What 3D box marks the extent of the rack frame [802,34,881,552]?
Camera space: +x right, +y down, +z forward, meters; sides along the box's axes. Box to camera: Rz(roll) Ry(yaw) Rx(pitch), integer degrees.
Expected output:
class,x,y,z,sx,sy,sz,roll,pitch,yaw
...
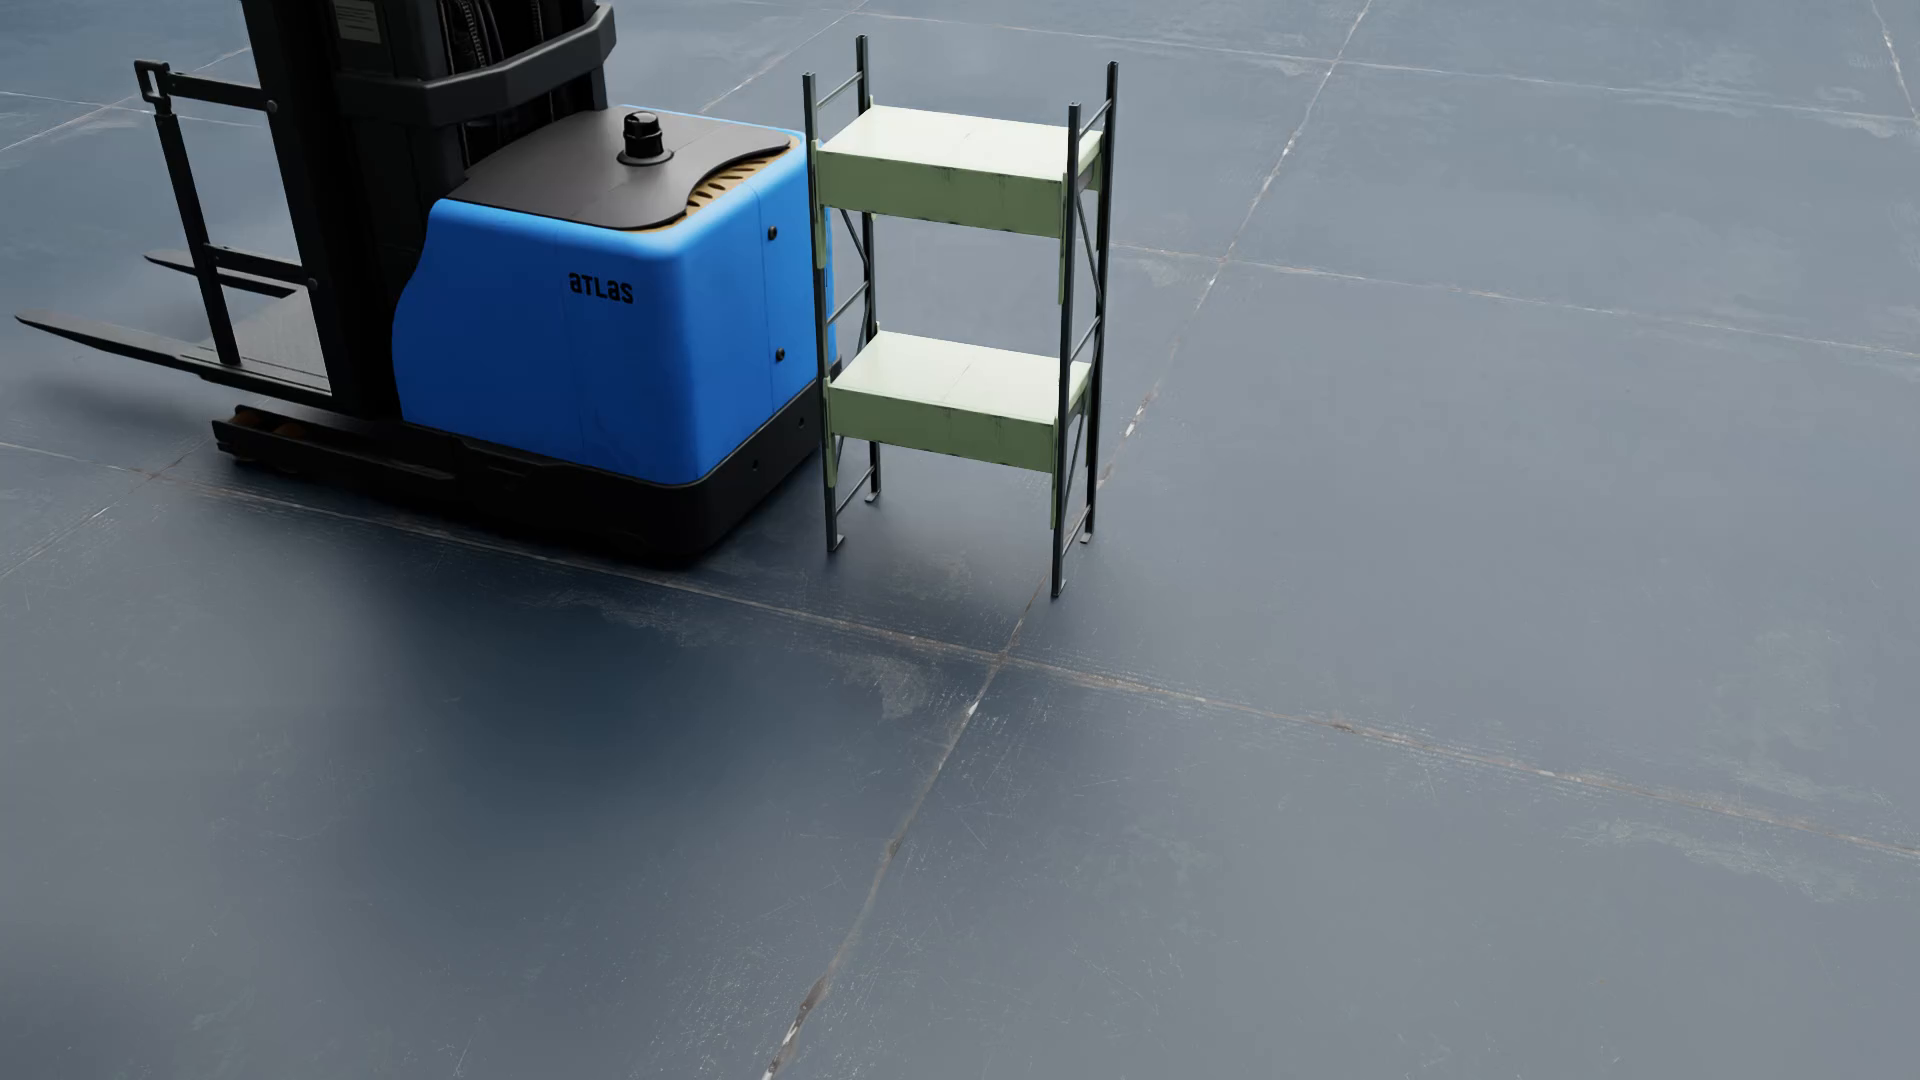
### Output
class,x,y,z,sx,sy,sz,roll,pitch,yaw
rack frame,-0.338,-0.696,4.945,0.023,1.500,0.400,11,34,16

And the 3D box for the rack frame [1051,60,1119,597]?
class,x,y,z,sx,sy,sz,roll,pitch,yaw
rack frame,0.351,-0.562,4.738,0.023,1.500,0.400,11,34,16

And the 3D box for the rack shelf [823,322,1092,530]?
class,x,y,z,sx,sy,sz,roll,pitch,yaw
rack shelf,0.006,-0.355,5.018,0.720,0.370,0.431,11,34,16

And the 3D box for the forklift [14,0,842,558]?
class,x,y,z,sx,sy,sz,roll,pitch,yaw
forklift,-1.965,-1.701,5.182,3.031,2.935,1.130,14,35,20

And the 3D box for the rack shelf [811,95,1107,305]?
class,x,y,z,sx,sy,sz,roll,pitch,yaw
rack shelf,0.006,-0.957,4.630,0.720,0.370,0.431,11,34,16

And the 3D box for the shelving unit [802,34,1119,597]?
class,x,y,z,sx,sy,sz,roll,pitch,yaw
shelving unit,0.006,-0.629,4.841,0.755,1.500,0.431,11,34,16
